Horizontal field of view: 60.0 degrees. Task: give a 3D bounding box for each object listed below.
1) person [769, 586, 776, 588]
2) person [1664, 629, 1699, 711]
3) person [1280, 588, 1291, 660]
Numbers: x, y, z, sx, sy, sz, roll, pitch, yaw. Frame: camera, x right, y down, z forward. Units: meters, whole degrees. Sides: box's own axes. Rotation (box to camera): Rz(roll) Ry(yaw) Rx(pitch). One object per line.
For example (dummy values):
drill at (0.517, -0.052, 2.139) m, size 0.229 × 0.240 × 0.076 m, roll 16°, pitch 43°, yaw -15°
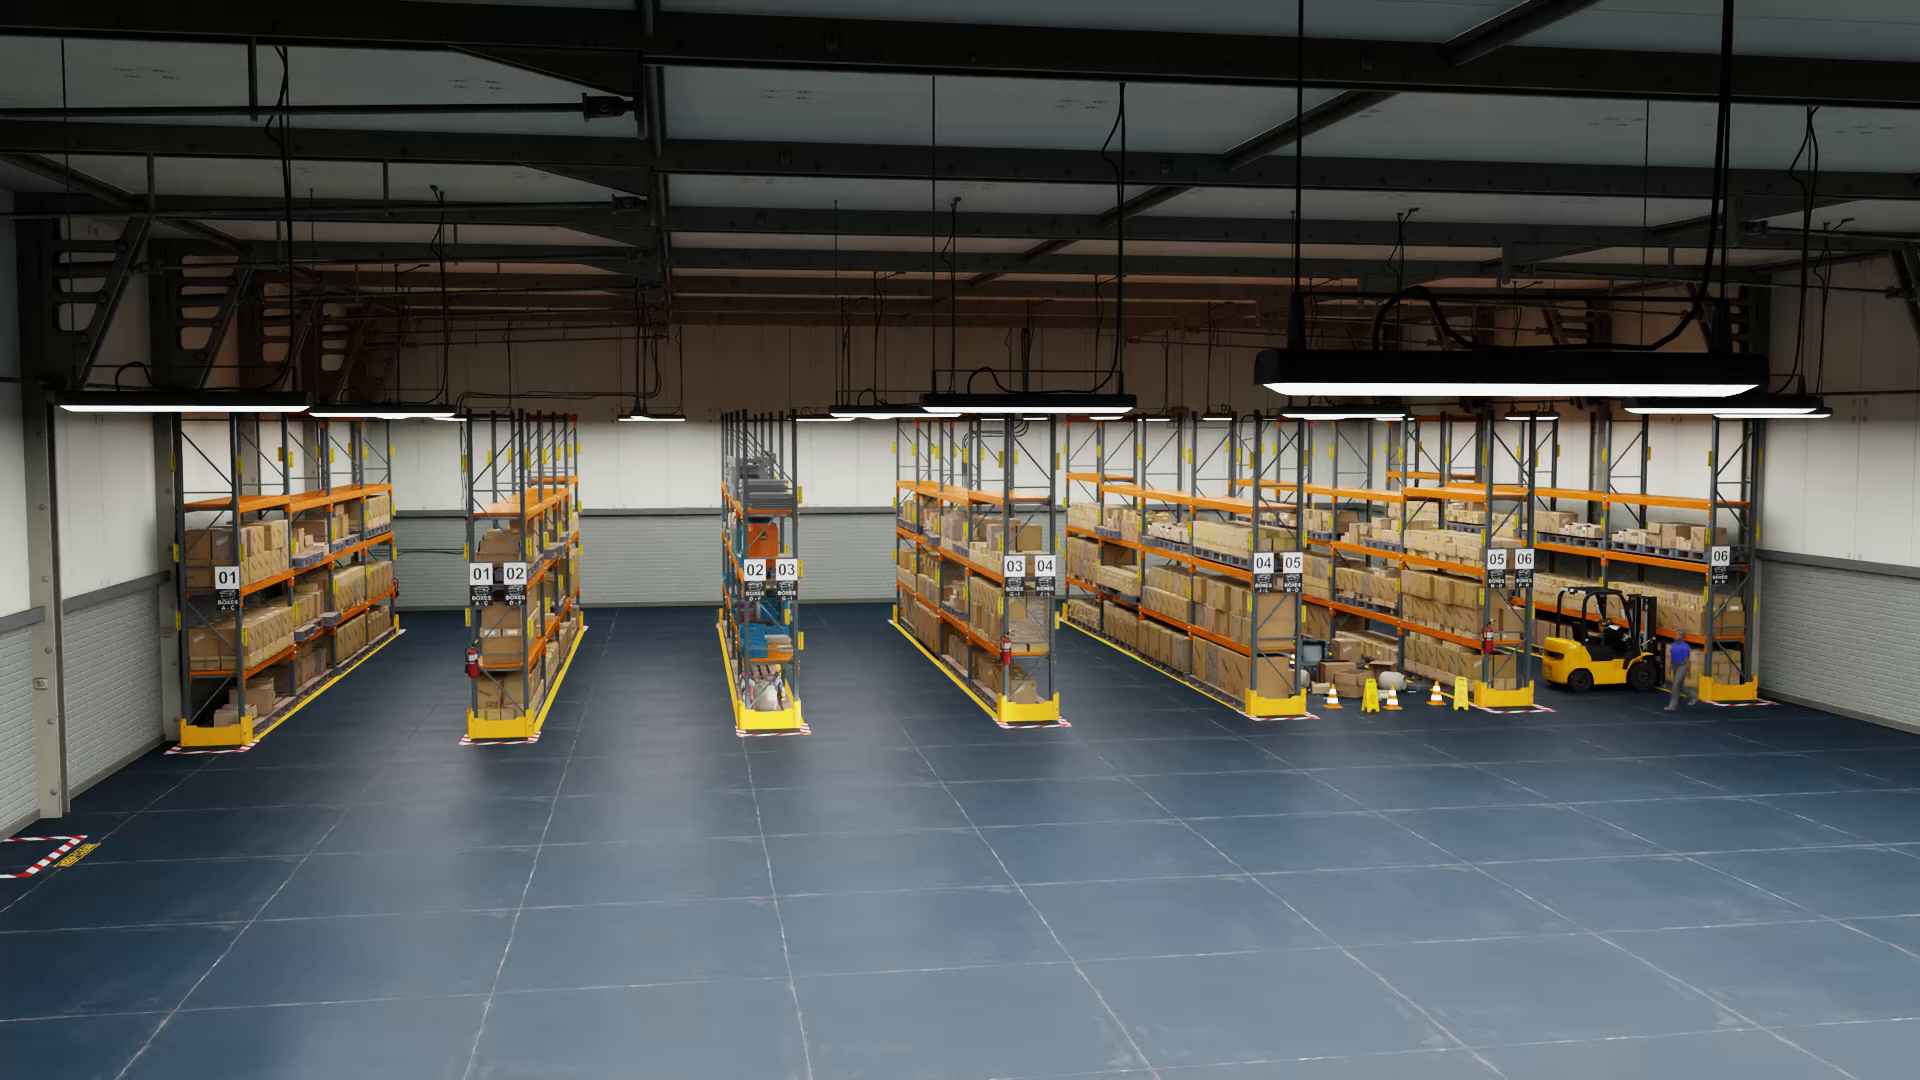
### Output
person at (-5.461, 1.489, 48.186) m, size 0.726 × 1.766 × 0.682 m, roll 0°, pitch 4°, yaw 5°
person at (14.449, 2.581, 33.276) m, size 0.923 × 1.614 × 0.466 m, roll -1°, pitch 4°, yaw -17°
person at (7.754, 2.070, 39.887) m, size 0.531 × 1.818 × 0.556 m, roll -1°, pitch 4°, yaw -20°
